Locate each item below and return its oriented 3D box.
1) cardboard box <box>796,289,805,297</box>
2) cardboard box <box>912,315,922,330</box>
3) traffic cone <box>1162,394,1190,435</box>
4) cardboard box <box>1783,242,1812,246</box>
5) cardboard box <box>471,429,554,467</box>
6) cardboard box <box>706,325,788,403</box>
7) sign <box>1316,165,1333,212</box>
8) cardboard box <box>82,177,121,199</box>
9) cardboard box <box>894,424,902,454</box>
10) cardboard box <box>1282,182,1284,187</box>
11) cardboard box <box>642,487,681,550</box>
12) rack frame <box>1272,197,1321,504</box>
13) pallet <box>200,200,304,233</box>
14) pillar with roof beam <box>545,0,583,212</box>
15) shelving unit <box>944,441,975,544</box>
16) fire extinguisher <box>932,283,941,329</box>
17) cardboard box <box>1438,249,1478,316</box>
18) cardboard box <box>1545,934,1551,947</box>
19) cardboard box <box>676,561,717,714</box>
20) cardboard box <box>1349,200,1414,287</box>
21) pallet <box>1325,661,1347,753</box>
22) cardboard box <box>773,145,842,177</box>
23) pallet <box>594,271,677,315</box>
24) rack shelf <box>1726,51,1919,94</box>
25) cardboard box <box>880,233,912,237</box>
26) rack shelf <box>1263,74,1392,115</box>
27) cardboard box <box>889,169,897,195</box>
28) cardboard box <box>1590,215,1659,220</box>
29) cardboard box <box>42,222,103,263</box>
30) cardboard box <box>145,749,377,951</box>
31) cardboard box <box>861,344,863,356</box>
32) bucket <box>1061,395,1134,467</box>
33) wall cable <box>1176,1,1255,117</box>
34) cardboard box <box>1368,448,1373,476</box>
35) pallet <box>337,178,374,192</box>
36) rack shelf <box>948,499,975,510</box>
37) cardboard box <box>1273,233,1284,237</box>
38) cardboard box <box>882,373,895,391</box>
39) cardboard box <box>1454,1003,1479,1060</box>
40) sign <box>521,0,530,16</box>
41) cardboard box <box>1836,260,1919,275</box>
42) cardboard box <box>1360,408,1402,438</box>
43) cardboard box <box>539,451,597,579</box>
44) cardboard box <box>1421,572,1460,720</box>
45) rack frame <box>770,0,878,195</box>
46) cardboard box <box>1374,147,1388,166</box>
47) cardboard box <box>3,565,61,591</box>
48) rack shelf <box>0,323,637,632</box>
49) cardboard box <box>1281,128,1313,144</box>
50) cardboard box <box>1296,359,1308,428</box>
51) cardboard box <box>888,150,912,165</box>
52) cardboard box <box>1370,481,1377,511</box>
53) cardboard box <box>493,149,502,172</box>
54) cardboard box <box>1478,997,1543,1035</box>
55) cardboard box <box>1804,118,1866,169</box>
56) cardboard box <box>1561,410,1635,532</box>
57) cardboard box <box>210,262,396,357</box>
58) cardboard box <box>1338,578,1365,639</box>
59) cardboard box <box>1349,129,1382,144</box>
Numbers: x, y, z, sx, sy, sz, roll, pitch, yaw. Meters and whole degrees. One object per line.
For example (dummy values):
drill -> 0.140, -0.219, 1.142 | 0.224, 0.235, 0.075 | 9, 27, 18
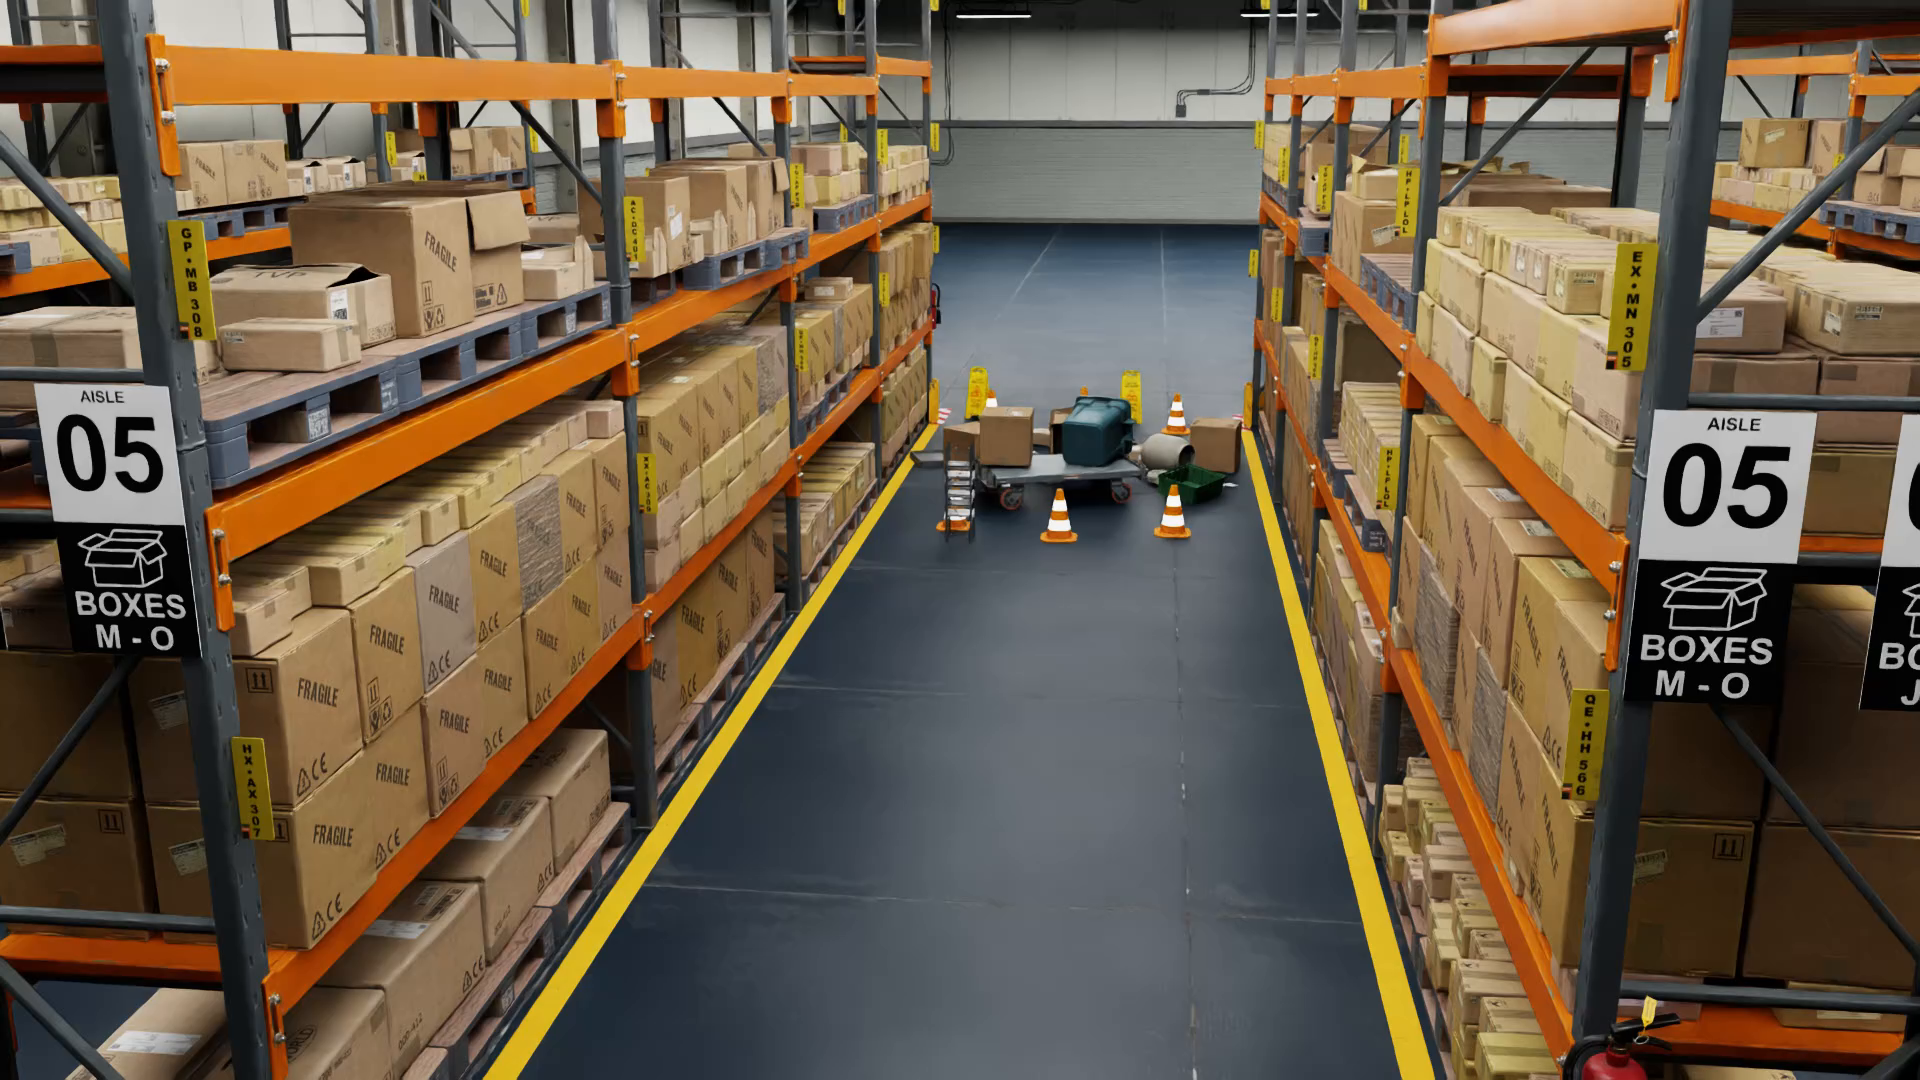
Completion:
cardboard box -> -1.696, -2.084, 15.645 | 0.500, 0.500, 0.500 | 2, 15, 6
cardboard box -> -0.648, -2.543, 19.389 | 0.380, 0.149, 0.250 | 2, 15, 7
traffic cone -> 2.609, -1.530, 20.021 | 0.336, 0.463, 0.334 | 2, 15, 6
cardboard box -> 8.495, -2.829, 17.289 | 0.500, 0.500, 0.500 | 2, 15, 6
cardboard box -> -2.109, -0.417, 7.695 | 0.380, 0.149, 0.250 | 2, 15, 6
cardboard box -> -1.552, -1.284, 12.146 | 0.500, 0.500, 0.500 | 1, 15, 5
sign -> 2.626, -2.530, 11.971 | 0.100, 0.325, 0.005 | 2, 15, 6
cardboard box -> -6.430, -2.654, 12.526 | 0.380, 0.149, 0.250 | 2, 15, 8
cardboard box -> -0.918, -1.092, 18.004 | 0.500, 0.250, 0.500 | 3, 15, 9
cardboard box -> 3.380, -3.560, 16.408 | 0.380, 0.149, 0.250 | 2, 15, 7
cardboard box -> -1.875, -0.132, 9.323 | 0.500, 0.250, 0.500 | 1, 15, 5
rack frame -> 3.628, -1.813, 16.208 | 1.000, 3.000, 0.127 | 2, 15, 6
pallet -> -6.575, -2.866, 14.718 | 1.003, 0.211, 1.213 | 2, 15, 9
pillar with roof beam -> -1.802, -7.287, 24.958 | 9.100, 9.000, 0.400 | 2, 15, 6
shelving unit -> -0.001, -0.432, 15.125 | 0.258, 0.900, 0.210 | 2, 15, 6
fire extinguisher -> -0.380, -2.949, 20.557 | 0.296, 0.674, 0.183 | 2, 15, 6
cardboard box -> 2.372, -1.108, 7.185 | 0.500, 0.250, 0.500 | 2, 15, 6
cardboard box -> 2.095, 1.264, 5.309 | 0.380, 0.149, 0.250 | 2, 15, 6
cardboard box -> -2.120, 0.568, 10.670 | 0.875, 0.875, 0.875 | 2, 15, 8
cardboard box -> 2.747, -1.872, 10.488 | 0.500, 0.500, 0.500 | 2, 15, 6
pallet -> 2.947, 1.089, 10.819 | 1.003, 0.211, 1.213 | 2, 15, 6
cardboard box -> -1.334, -3.333, 14.608 | 0.500, 0.250, 0.500 | 2, 15, 7
pallet -> -2.150, -1.453, 9.495 | 0.805, 0.209, 1.217 | 1, 15, 4
rack shelf -> 8.771, -4.707, 16.801 | 1.077, 0.370, 4.000 | 2, 15, 6
cardboard box -> -0.905, -3.114, 18.343 | 0.700, 0.500, 0.500 | 2, 15, 6
rack shelf -> 3.854, -4.687, 17.490 | 1.077, 0.370, 4.000 | 2, 15, 6
cardboard box -> -0.931, -3.692, 17.128 | 0.500, 0.250, 0.500 | 2, 15, 6
cardboard box -> 2.956, -1.325, 7.222 | 0.380, 0.149, 0.250 | 2, 15, 6
cardboard box -> -6.558, -2.145, 11.978 | 0.500, 0.250, 0.500 | 2, 15, 6
cardboard box -> -2.316, 1.015, 5.557 | 0.500, 0.500, 0.500 | 2, 15, 6
cardboard box -> -1.133, -1.805, 15.854 | 0.380, 0.149, 0.250 | 1, 15, 5
bucket -> 1.353, -1.070, 16.819 | 0.726, 0.611, 0.620 | 7, 27, 25
wall cable -> 7.706, -15.721, 49.635 | 2.305, 6.003, 0.169 | 2, 15, 6
cardboard box -> 2.752, -0.477, 10.374 | 0.380, 0.149, 0.250 | 2, 15, 8
pallet -> -6.164, -3.705, 17.629 | 1.003, 0.211, 1.213 | 2, 15, 6
rack shelf -> -0.001, -0.313, 15.157 | 0.258, 0.077, 0.200 | 2, 15, 6
cardboard box -> 4.029, -3.204, 18.995 | 0.875, 0.550, 0.550 | 2, 15, 6
cardboard box -> -0.893, -1.659, 17.422 | 0.380, 0.149, 0.250 | 2, 15, 7
cardboard box -> 2.152, 1.914, 6.511 | 0.380, 0.149, 0.250 | 2, 15, 7
sign -> -5.245, -6.481, 20.036 | 0.100, 0.325, 0.005 | 2, 15, 6
cardboard box -> 8.316, -1.931, 14.691 | 1.000, 1.000, 1.000 | 2, 15, 7
cardboard box -> 2.813, -0.758, 10.843 | 0.380, 0.149, 0.250 | 2, 15, 9
cardboard box -> -2.049, -0.127, 7.865 | 0.500, 0.500, 0.500 | 1, 15, 5
cardboard box -> 2.278, 0.449, 7.081 | 0.500, 0.500, 0.500 | 1, 15, 5
rack frame -> -1.302, -4.829, 15.867 | 1.000, 3.000, 0.127 | 2, 15, 6
cardboard box -> 3.961, -3.702, 16.168 | 0.500, 0.250, 0.500 | 2, 15, 7
cardboard box -> -6.683, 0.480, 11.712 | 0.500, 0.500, 0.500 | 1, 15, 4
rack shelf -> -2.430, -0.440, 6.761 | 1.077, 0.370, 4.000 | 2, 15, 6
cardboard box -> 3.439, -4.075, 16.786 | 0.380, 0.149, 0.250 | 2, 15, 7
cardboard box -> 3.075, -1.208, 13.778 | 0.500, 0.500, 0.500 | 1, 15, 5
cardboard box -> -0.735, -4.187, 18.193 | 0.380, 0.149, 0.250 | 2, 15, 8
cardboard box -> 2.717, -0.266, 10.165 | 0.380, 0.149, 0.250 | 2, 15, 9
cardboard box -> -5.603, -4.460, 19.511 | 0.396, 0.266, 0.258 | 2, 15, 6
cardboard box -> 2.163, 1.841, 6.212 | 0.380, 0.149, 0.250 | 1, 15, 4
cardboard box -> 9.073, -4.150, 17.385 | 0.500, 0.500, 0.500 | 2, 15, 6
cardboard box -> 2.062, -0.202, 4.791 | 0.500, 0.250, 0.500 | 1, 15, 5
cardboard box -> -2.437, -0.863, 6.123 | 0.500, 0.311, 0.500 | 2, 15, 7
cardboard box -> 2.675, 0.433, 10.451 | 0.500, 0.250, 0.500 | 1, 15, 4
cardboard box -> 4.063, -3.992, 16.477 | 0.380, 0.149, 0.250 | 2, 15, 6
